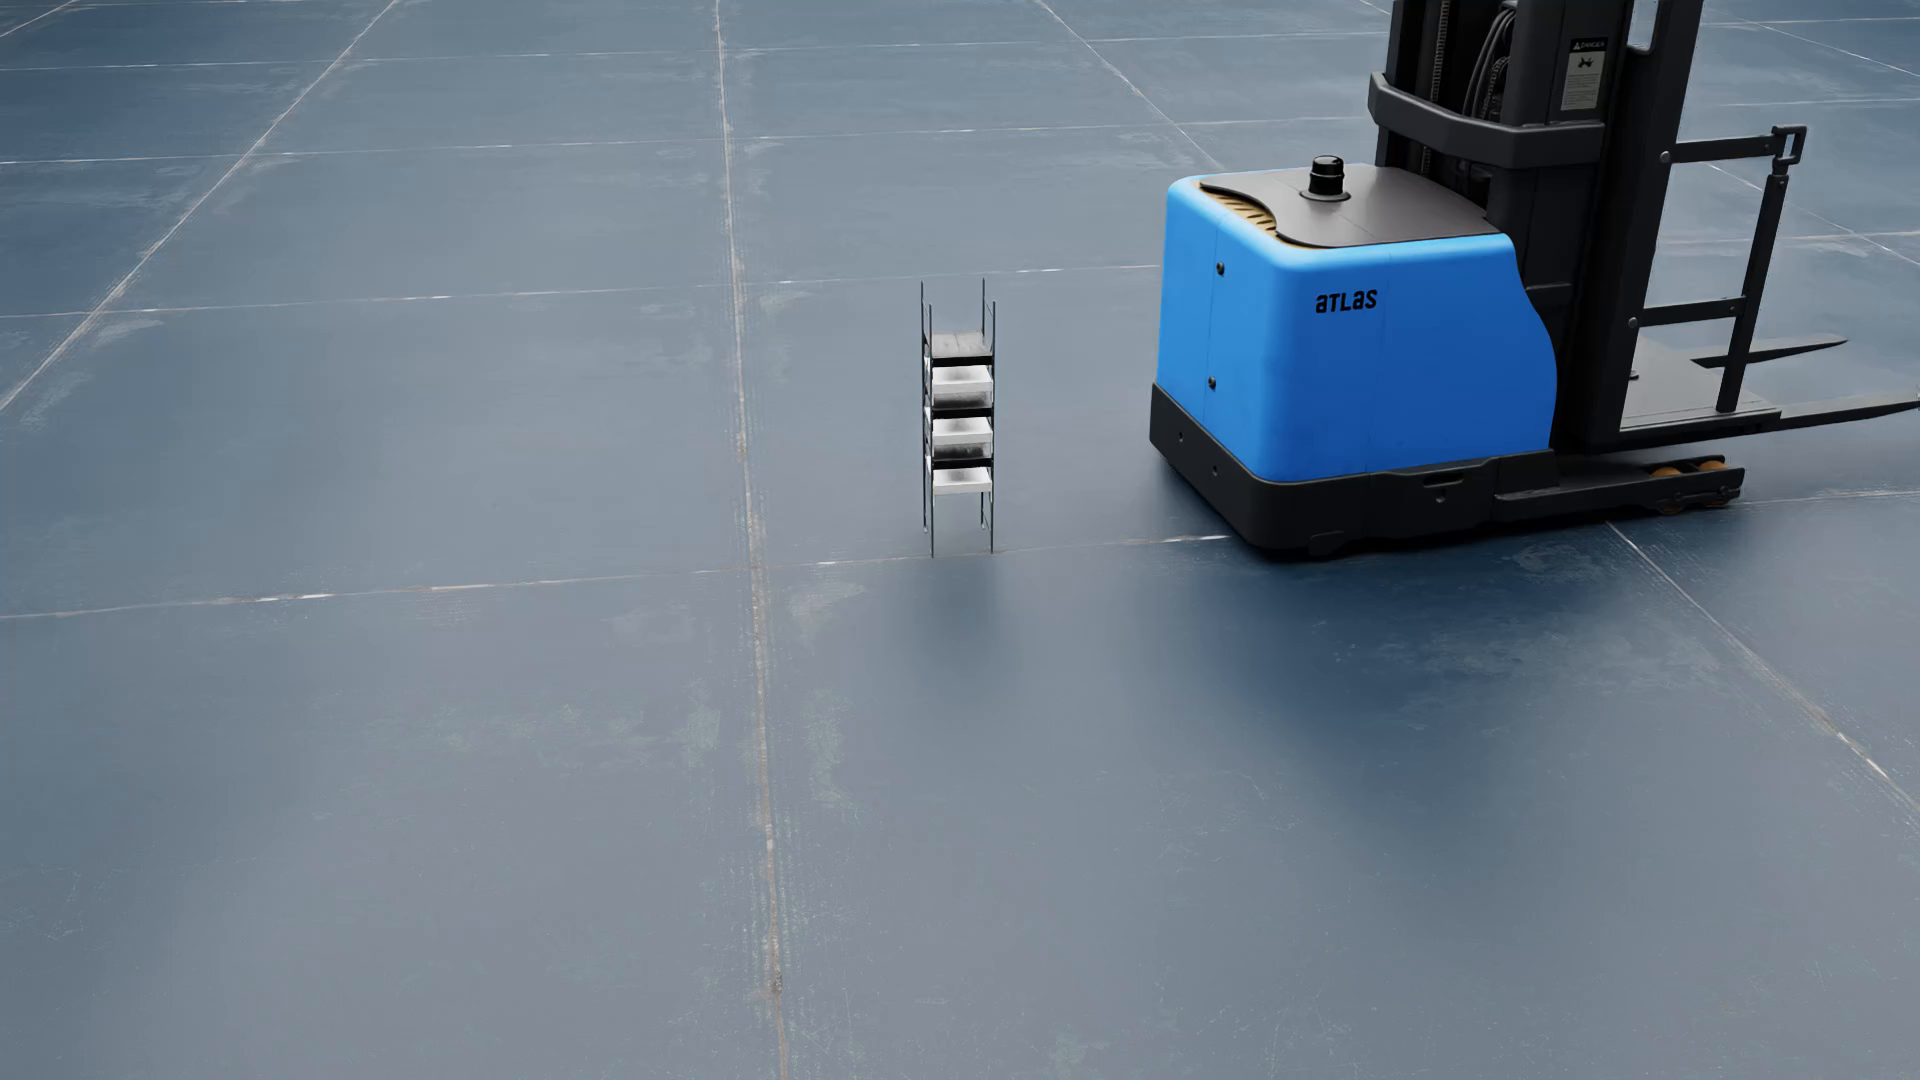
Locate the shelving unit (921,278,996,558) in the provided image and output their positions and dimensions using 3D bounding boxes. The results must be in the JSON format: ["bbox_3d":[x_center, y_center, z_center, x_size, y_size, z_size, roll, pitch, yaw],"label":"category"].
[{"bbox_3d":[-0.008,-0.400,5.544,0.210,0.900,0.258,-4,27,-7],"label":"shelving unit"}]

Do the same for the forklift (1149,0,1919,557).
[{"bbox_3d":[2.296,-1.618,5.693,3.031,2.935,1.130,-8,28,-14],"label":"forklift"}]

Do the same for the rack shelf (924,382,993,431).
[{"bbox_3d":[-0.008,-0.450,5.518,0.200,0.077,0.258,-4,27,-7],"label":"rack shelf"}]

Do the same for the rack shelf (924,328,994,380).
[{"bbox_3d":[-0.008,-0.610,5.436,0.200,0.077,0.258,-4,27,-7],"label":"rack shelf"}]

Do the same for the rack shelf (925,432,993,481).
[{"bbox_3d":[-0.008,-0.290,5.600,0.200,0.077,0.258,-4,27,-7],"label":"rack shelf"}]

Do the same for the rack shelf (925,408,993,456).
[{"bbox_3d":[-0.008,-0.370,5.559,0.200,0.077,0.258,-4,27,-7],"label":"rack shelf"}]

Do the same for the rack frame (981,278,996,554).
[{"bbox_3d":[0.093,-0.406,5.556,0.006,0.900,0.240,-4,27,-7],"label":"rack frame"}]

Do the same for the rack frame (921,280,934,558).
[{"bbox_3d":[-0.109,-0.393,5.531,0.006,0.900,0.240,-4,27,-7],"label":"rack frame"}]

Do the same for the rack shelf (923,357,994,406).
[{"bbox_3d":[-0.008,-0.530,5.477,0.200,0.077,0.258,-4,27,-7],"label":"rack shelf"}]

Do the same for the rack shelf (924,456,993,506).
[{"bbox_3d":[-0.008,-0.210,5.641,0.200,0.077,0.258,-4,27,-7],"label":"rack shelf"}]
